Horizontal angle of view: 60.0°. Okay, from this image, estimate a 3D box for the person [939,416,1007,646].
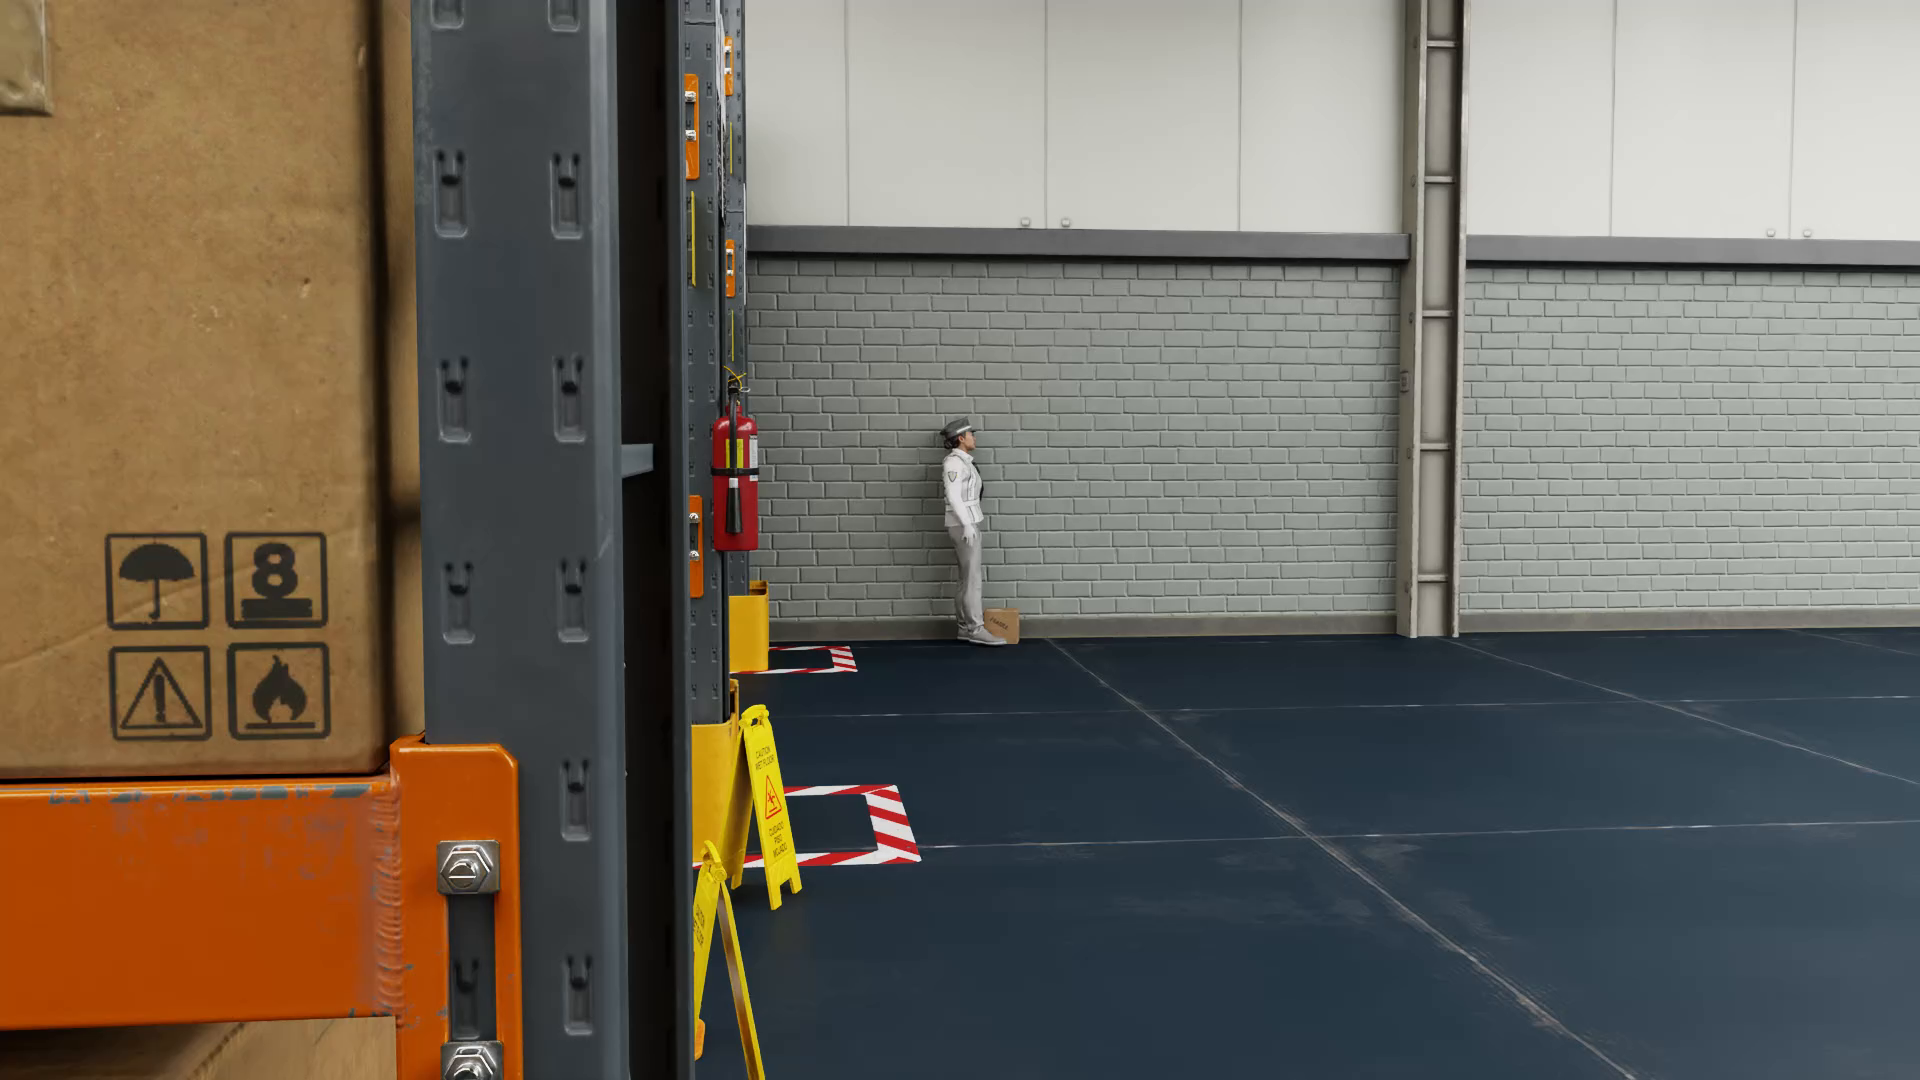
[{"bbox_3d":[0.106,-0.083,12.481,0.534,1.696,0.587,0,4,7],"label":"person"}]
